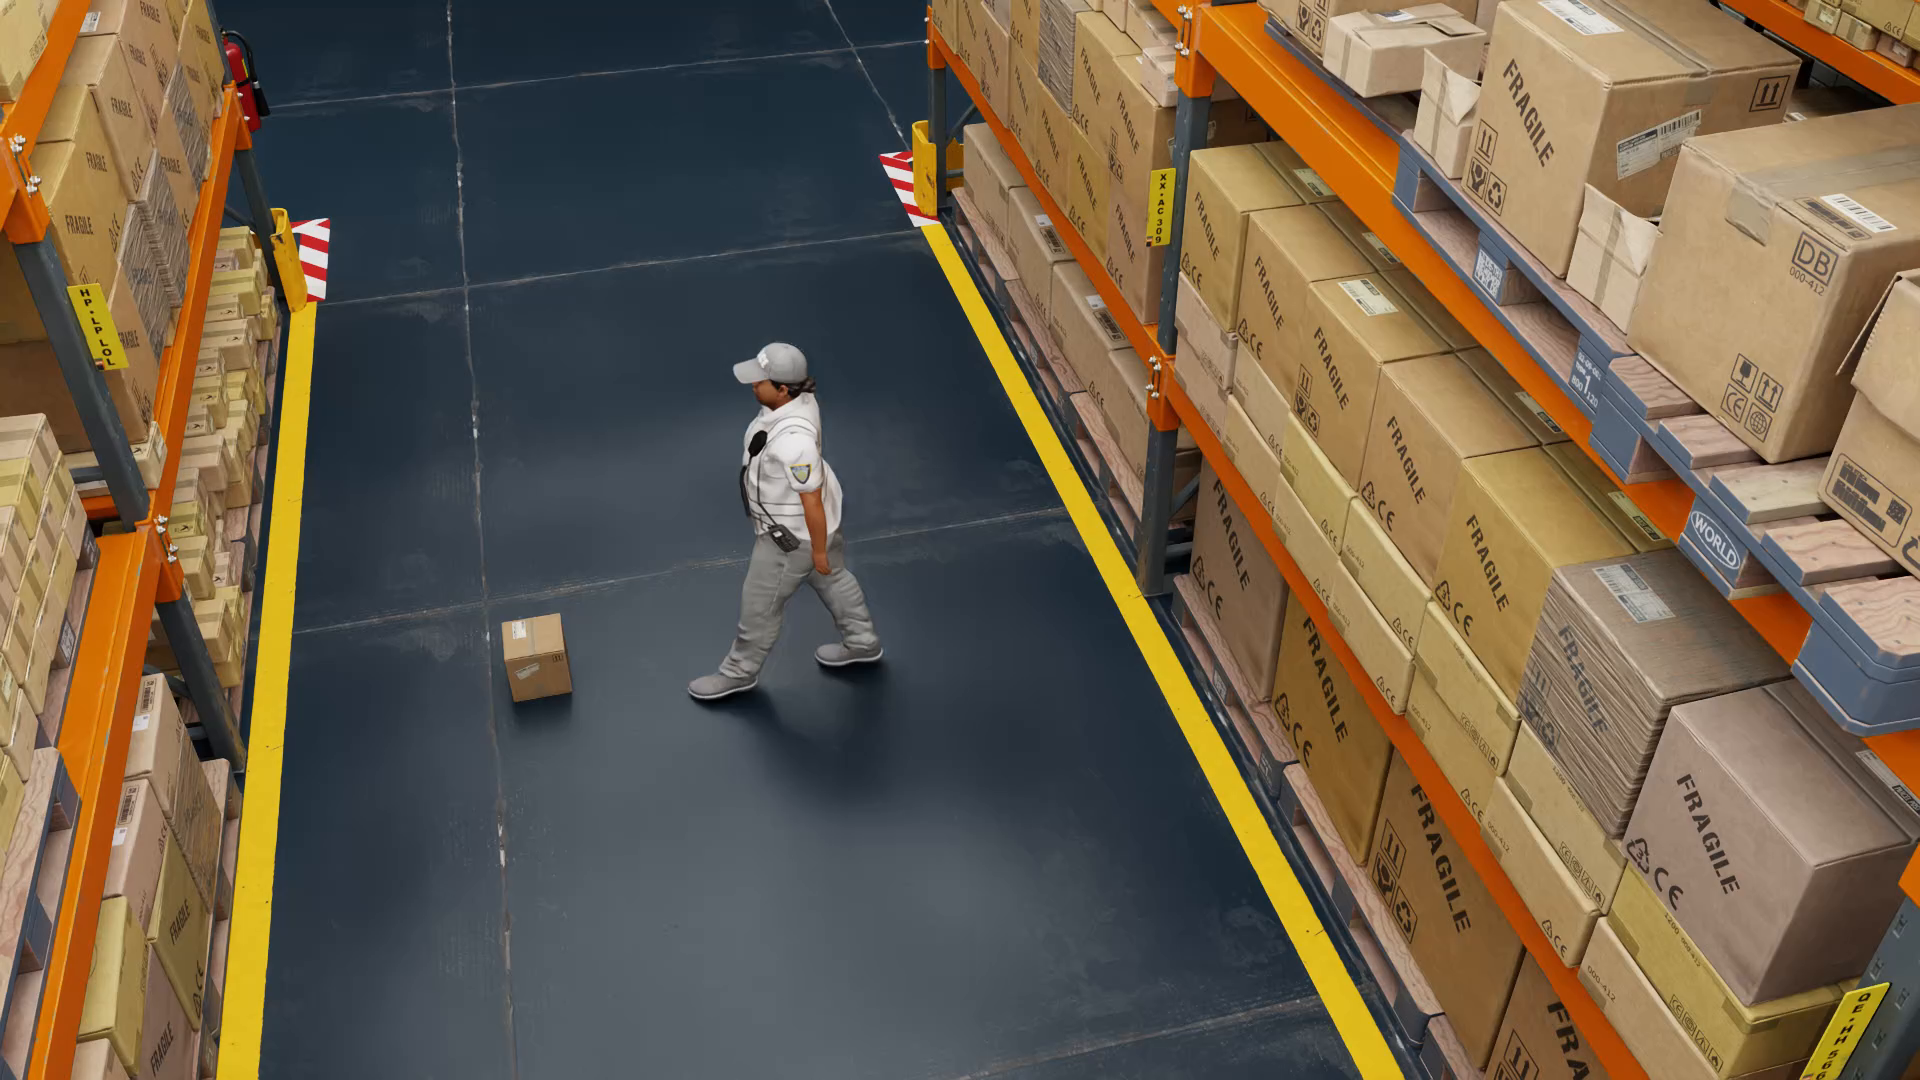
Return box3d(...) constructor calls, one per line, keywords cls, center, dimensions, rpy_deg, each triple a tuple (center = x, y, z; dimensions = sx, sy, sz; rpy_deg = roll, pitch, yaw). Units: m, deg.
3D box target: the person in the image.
box3d(cls="person", center=(-0.753, -0.095, 6.806), dimensions=(0.828, 1.628, 0.495), rpy_deg=(1, 38, 1))
